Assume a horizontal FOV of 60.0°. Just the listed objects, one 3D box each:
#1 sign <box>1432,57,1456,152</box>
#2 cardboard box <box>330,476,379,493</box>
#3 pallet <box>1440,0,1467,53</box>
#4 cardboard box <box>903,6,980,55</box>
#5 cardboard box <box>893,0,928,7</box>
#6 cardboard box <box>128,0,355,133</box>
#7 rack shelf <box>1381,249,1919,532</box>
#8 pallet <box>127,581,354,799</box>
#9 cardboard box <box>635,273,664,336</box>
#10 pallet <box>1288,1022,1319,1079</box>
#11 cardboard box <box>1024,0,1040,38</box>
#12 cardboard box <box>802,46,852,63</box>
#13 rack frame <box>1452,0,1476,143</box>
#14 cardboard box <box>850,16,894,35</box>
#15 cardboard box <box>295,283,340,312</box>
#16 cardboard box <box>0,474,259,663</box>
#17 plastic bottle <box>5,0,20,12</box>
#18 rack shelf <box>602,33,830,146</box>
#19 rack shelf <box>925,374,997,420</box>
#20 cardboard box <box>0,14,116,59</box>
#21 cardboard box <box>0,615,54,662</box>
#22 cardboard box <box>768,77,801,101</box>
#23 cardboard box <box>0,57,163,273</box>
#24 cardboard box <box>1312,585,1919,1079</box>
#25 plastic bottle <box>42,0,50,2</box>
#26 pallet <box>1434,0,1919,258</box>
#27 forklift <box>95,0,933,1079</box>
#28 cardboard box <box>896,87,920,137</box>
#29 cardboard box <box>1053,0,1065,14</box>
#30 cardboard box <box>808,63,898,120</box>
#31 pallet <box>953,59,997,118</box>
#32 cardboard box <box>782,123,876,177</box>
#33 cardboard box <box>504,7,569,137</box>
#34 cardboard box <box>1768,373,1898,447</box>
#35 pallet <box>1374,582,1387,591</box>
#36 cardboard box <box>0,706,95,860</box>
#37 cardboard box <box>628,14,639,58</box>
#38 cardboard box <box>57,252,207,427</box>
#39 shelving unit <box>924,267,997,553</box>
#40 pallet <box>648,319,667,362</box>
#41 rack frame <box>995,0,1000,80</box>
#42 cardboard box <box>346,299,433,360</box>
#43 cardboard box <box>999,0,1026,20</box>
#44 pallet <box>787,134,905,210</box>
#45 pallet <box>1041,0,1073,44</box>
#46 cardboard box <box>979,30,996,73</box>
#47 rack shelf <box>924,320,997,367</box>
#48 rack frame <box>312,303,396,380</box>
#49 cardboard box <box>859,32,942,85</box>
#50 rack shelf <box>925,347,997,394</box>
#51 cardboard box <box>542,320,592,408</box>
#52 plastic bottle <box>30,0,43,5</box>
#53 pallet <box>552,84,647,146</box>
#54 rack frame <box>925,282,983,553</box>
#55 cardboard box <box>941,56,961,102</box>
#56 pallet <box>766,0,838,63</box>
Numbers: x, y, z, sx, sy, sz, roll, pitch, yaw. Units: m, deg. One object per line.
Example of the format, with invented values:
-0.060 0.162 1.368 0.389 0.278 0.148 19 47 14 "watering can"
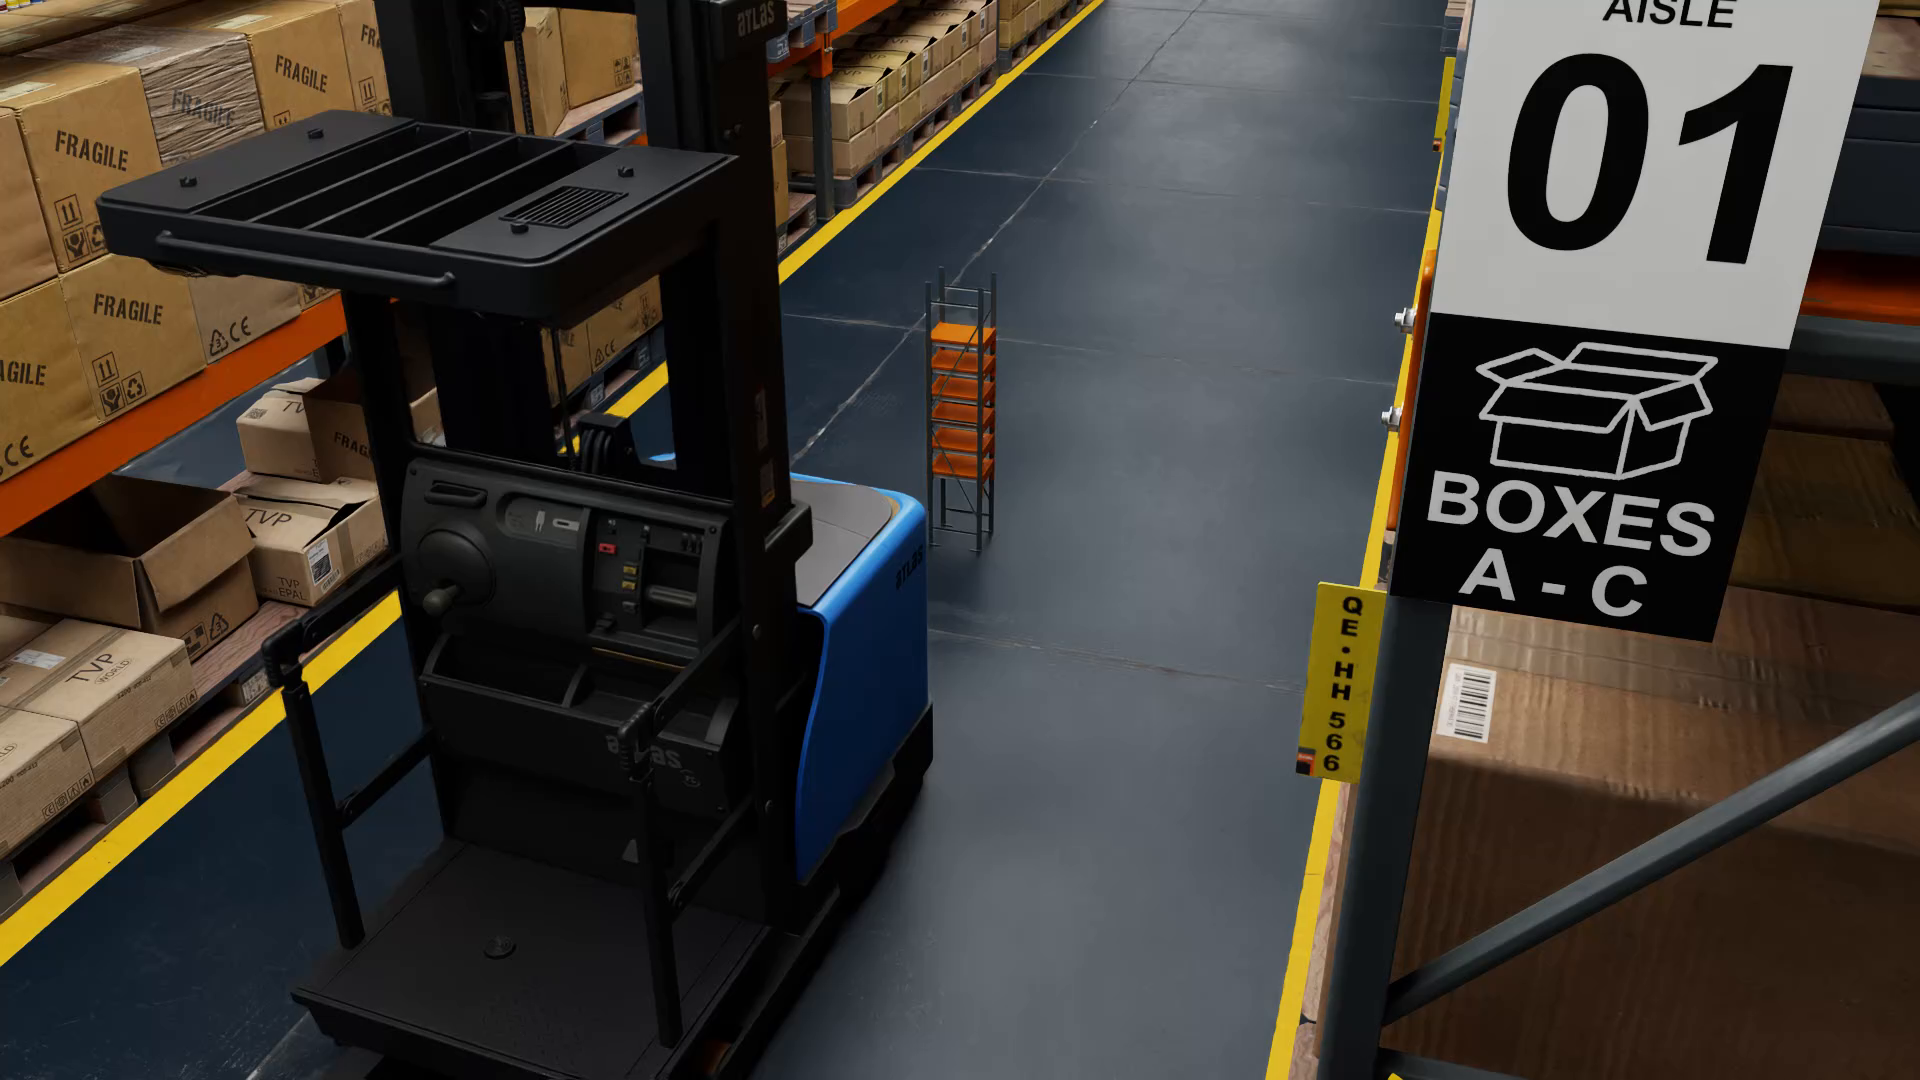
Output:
1.709 -1.502 5.756 0.100 0.325 0.005 8 30 15 "sign"
-2.455 -0.122 6.863 0.380 0.149 0.250 8 30 15 "cardboard box"
3.512 -3.080 9.898 1.213 0.211 1.003 8 30 15 "pallet"
-0.149 -4.136 13.419 0.500 0.311 0.500 9 30 16 "cardboard box"
-0.517 -4.451 13.986 0.500 0.311 0.500 9 30 15 "cardboard box"
-2.555 -1.633 5.969 0.500 0.500 0.500 8 30 14 "cardboard box"
1.643 -1.025 3.662 1.077 0.370 4.000 8 30 15 "rack shelf"
-3.065 0.443 6.236 1.003 0.211 1.213 8 30 15 "pallet"
-1.831 -1.434 8.861 0.500 0.500 0.500 9 30 15 "cardboard box"
1.216 1.737 3.911 1.003 0.211 1.213 8 30 15 "pallet"
0.420 -4.767 15.130 0.500 0.250 0.500 8 30 15 "cardboard box"
-1.117 -3.504 12.283 0.500 0.311 0.500 8 30 15 "cardboard box"
1.056 -1.721 1.087 1.000 3.000 0.127 8 30 15 "rack frame"
-0.820 -3.979 13.136 0.500 0.311 0.500 8 30 13 "cardboard box"
-2.558 -1.198 6.215 0.500 0.500 0.500 9 30 16 "cardboard box"
-3.053 0.109 6.083 0.797 0.503 0.637 8 30 15 "cardboard box"
-6.067 -3.465 10.598 0.097 0.201 0.097 0 29 0 "plastic bottle"
-1.919 -2.278 9.000 1.077 0.370 4.000 8 30 15 "rack shelf"
0.004 -0.597 6.934 0.258 0.103 0.180 8 30 15 "rack shelf"
-3.216 -1.486 5.705 0.500 0.500 0.500 8 30 13 "cardboard box"
-3.449 0.480 5.677 0.500 0.250 0.500 8 30 15 "cardboard box"
-1.414 -3.028 11.427 0.500 0.311 0.500 9 30 16 "cardboard box"
-2.852 -1.166 5.128 0.500 0.500 0.500 8 30 14 "cardboard box"
1.197 0.531 2.901 0.980 0.700 0.700 10 31 17 "cardboard box"
-5.982 -3.601 10.842 0.097 0.201 0.097 0 29 0 "plastic bottle"
1.264 -0.718 2.460 1.003 0.211 1.213 8 30 15 "pallet"
-1.098 0.098 4.059 1.130 2.935 3.031 11 31 18 "forklift"
-0.604 -3.182 12.280 0.500 0.250 0.500 8 30 14 "cardboard box"
0.712 -5.232 15.965 0.500 0.250 0.500 8 30 15 "cardboard box"
-0.751 -3.196 11.729 0.500 0.311 0.500 8 30 14 "cardboard box"
-0.337 -3.814 13.890 1.003 0.211 1.213 8 30 15 "pallet"
-0.898 -2.705 11.424 0.500 0.250 0.500 8 30 15 "cardboard box"
-2.153 -2.079 7.366 0.700 0.500 0.500 -1 29 -2 "cardboard box"
1.632 -0.161 4.146 0.980 0.700 0.700 7 30 12 "cardboard box"
1.932 0.603 5.949 1.003 0.211 1.213 8 30 15 "pallet"
-3.103 0.760 5.173 0.500 0.250 0.500 8 30 15 "cardboard box"
-2.047 -2.720 8.520 0.700 0.500 0.500 1 29 2 "cardboard box"
-2.853 -0.722 5.359 0.500 0.500 0.500 9 30 16 "cardboard box"
0.004 -0.531 6.970 0.258 1.200 0.189 8 30 15 "shelving unit"
-1.947 -1.397 9.544 1.003 0.211 1.213 8 30 15 "pallet"
-0.158 -5.381 13.837 1.000 3.000 0.127 8 30 15 "rack frame"
-2.635 -1.033 8.141 0.500 0.500 0.500 8 30 15 "cardboard box"
0.278 -4.861 14.528 0.500 0.500 0.500 8 30 15 "cardboard box"
-1.053 -2.681 11.851 1.003 0.211 1.213 8 30 15 "pallet"
0.472 -5.095 16.191 1.003 0.211 1.213 8 30 15 "pallet"
-0.003 -4.129 13.983 0.500 0.250 0.500 8 30 14 "cardboard box"
0.004 -0.807 6.817 0.258 0.103 0.180 8 30 15 "rack shelf"
-2.506 -1.663 7.154 1.000 3.000 0.127 8 30 15 "rack frame"
-0.449 -3.672 12.584 0.500 0.311 0.500 8 30 14 "cardboard box"
0.004 -0.702 6.875 0.258 0.103 0.180 8 30 15 "rack shelf"
-2.131 -0.953 7.997 0.500 0.500 0.500 7 30 13 "cardboard box"
-6.010 -3.586 10.744 0.097 0.271 0.097 0 29 0 "plastic bottle"
-2.167 -1.935 7.840 1.003 0.211 1.213 8 30 15 "pallet"
-0.023 -0.489 6.894 0.240 1.200 0.006 8 30 15 "rack frame"
-0.302 -3.656 13.133 0.500 0.250 0.500 9 30 16 "cardboard box"
-1.464 -3.113 9.958 1.213 0.211 1.003 8 30 15 "pallet"
